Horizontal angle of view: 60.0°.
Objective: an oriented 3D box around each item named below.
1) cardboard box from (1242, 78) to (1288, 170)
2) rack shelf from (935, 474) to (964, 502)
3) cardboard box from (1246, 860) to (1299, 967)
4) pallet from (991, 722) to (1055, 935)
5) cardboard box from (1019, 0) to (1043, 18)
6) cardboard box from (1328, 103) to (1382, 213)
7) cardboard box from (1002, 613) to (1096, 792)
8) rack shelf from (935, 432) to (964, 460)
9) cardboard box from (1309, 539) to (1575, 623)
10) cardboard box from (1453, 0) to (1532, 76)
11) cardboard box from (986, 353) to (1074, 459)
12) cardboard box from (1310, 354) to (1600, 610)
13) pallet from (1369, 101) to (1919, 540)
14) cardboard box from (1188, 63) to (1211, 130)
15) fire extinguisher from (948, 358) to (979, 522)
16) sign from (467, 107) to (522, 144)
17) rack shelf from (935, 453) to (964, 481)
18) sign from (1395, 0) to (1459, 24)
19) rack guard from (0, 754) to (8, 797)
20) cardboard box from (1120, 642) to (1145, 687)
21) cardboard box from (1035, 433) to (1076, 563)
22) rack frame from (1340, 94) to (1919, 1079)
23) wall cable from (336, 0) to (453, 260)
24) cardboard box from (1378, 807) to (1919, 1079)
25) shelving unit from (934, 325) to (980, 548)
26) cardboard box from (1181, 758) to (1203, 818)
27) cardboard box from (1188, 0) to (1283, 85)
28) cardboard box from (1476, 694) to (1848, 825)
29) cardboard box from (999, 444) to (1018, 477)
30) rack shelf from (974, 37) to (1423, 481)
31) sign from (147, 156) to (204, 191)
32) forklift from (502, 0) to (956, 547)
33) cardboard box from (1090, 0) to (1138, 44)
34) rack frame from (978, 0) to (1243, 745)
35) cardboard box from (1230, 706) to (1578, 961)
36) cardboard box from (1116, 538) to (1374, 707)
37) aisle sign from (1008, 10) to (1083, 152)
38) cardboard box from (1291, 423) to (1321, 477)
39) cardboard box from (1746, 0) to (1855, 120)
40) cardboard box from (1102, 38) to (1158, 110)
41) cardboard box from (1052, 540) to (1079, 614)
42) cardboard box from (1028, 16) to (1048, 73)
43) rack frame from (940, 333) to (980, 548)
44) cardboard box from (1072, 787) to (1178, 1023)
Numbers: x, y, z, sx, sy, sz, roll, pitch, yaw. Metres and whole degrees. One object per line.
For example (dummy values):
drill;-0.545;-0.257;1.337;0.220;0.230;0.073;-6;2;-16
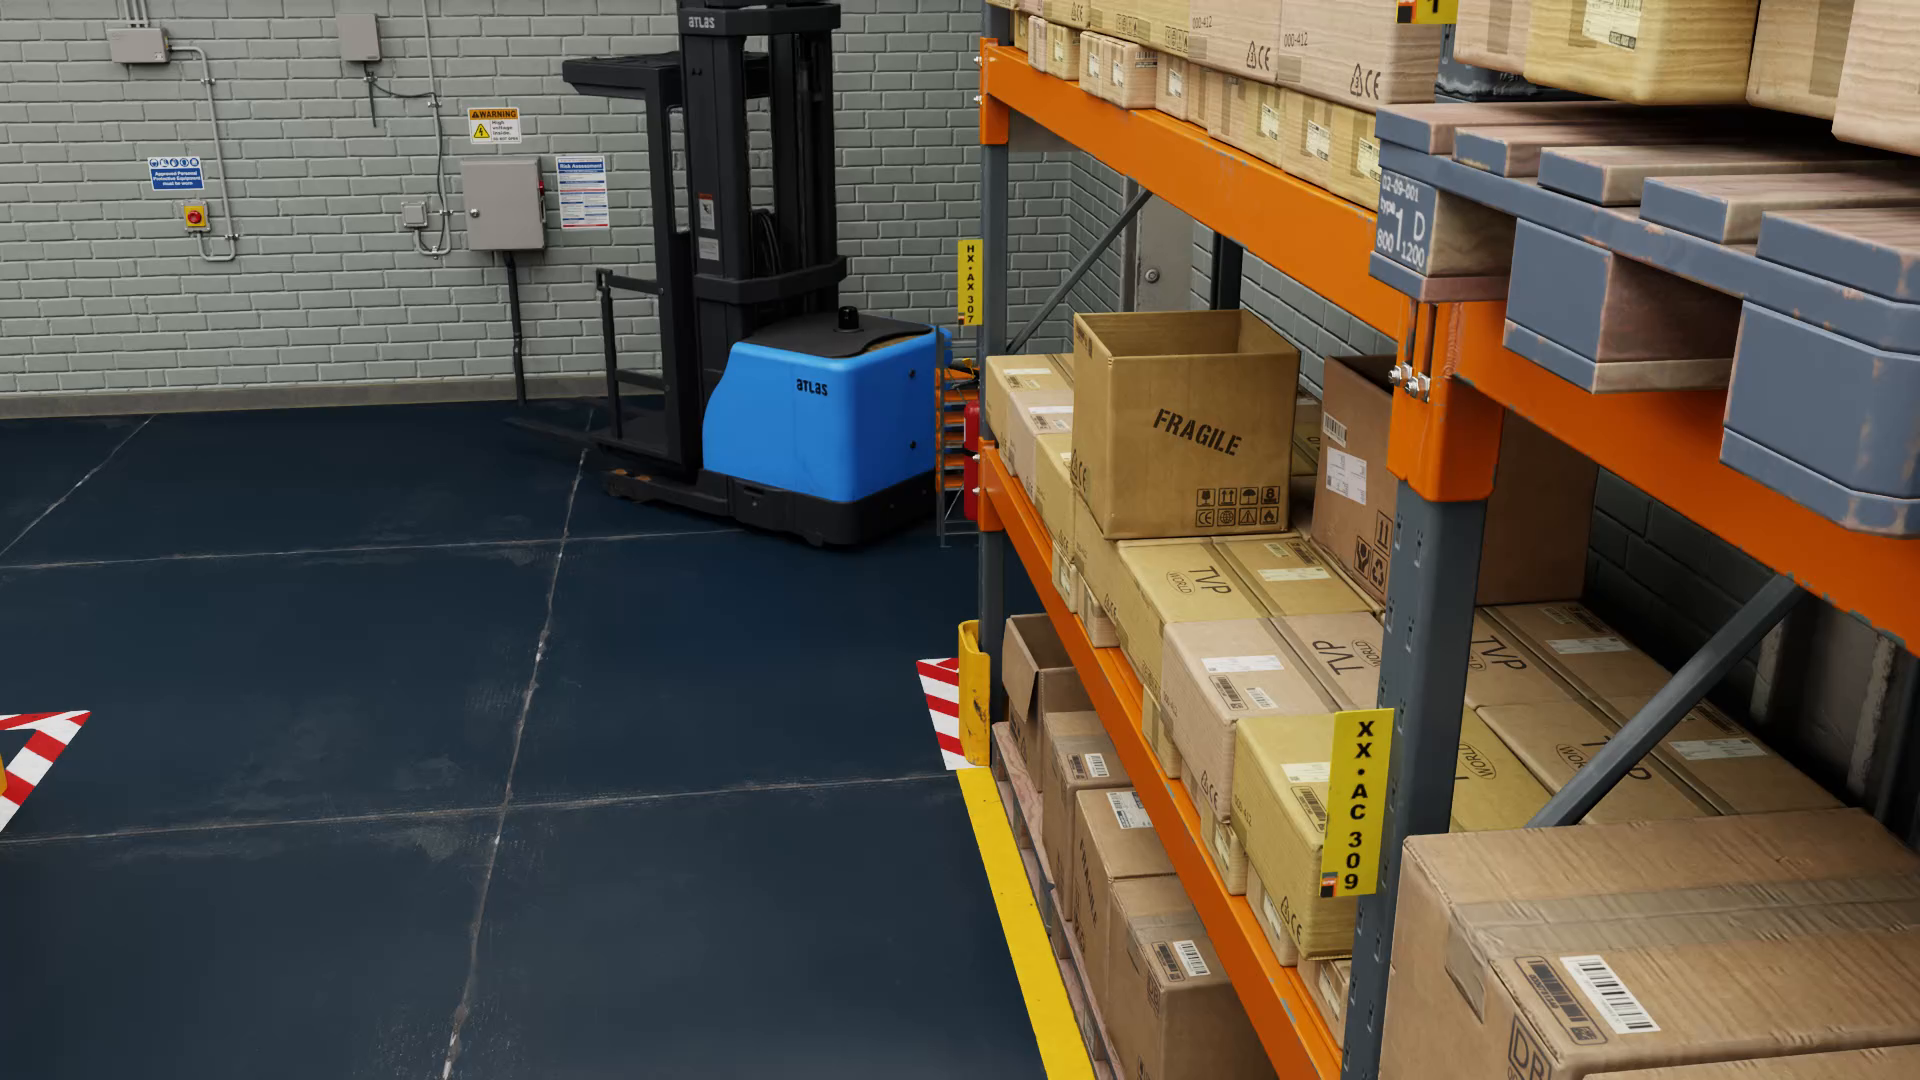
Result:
cardboard box;0.749;-0.788;3.110;0.380;0.149;0.250;-2;21;-6
rack shelf;0.002;-0.291;9.092;0.258;0.103;0.180;-3;21;-8
cardboard box;0.801;0.719;3.364;0.380;0.149;0.250;-2;21;-6
pallet;0.706;1.011;6.207;1.003;0.211;1.213;-3;21;-8
cardboard box;0.466;-1.729;5.061;0.500;0.250;0.500;-3;21;-7
cardboard box;0.811;-0.610;2.633;0.380;0.149;0.250;-3;21;-8
cardboard box;0.573;0.592;6.312;0.797;0.503;0.637;-4;21;-10
rack shelf;0.002;-0.515;9.008;0.258;0.103;0.180;-3;21;-8
cardboard box;1.200;0.181;4.233;0.500;0.250;0.500;-2;21;-7
cardboard box;0.805;-0.620;1.918;0.380;0.149;0.250;-3;21;-7
cardboard box;0.378;-0.496;6.046;0.500;0.250;0.500;-3;21;-7
cardboard box;1.204;-0.162;4.080;0.500;0.500;0.500;-3;21;-9
pallet;1.180;-0.300;1.714;1.213;0.211;1.003;-3;21;-8
cardboard box;0.709;-0.967;3.591;0.380;0.149;0.250;-2;21;-6
fire extinguisher;0.100;-0.414;6.681;0.296;0.674;0.183;-3;21;-8
sign;-3.153;-2.808;11.267;0.339;0.242;0.001;-3;21;-8
rack shelf;0.002;-0.403;9.050;0.258;0.103;0.180;-3;21;-8
sign;0.620;-0.830;2.125;0.100;0.325;0.005;-3;21;-8
rack guard;-4.336;0.817;6.314;1.175;0.500;0.348;-3;21;-8
cardboard box;0.655;0.272;4.559;0.380;0.149;0.250;-3;21;-8
cardboard box;0.527;-0.146;5.109;0.500;0.250;0.500;-3;21;-9
rack frame;1.155;0.788;2.820;1.000;3.000;0.127;-3;21;-8
wall cable;-3.767;-2.848;11.103;0.588;1.984;0.122;-3;21;-8
cardboard box;1.004;0.723;2.251;0.700;0.500;0.500;-2;21;-6
shelving unit;0.002;-0.557;8.993;0.258;1.200;0.189;-3;21;-8
cardboard box;0.728;0.538;3.849;0.380;0.149;0.250;-2;21;-6
cardboard box;0.753;-1.021;3.164;0.500;0.250;0.500;-4;21;-10
cardboard box;1.351;0.533;3.290;0.500;0.250;0.500;-3;21;-8
cardboard box;0.355;-0.352;6.231;0.380;0.149;0.250;-3;21;-8
rack shelf;0.867;-0.973;4.275;1.077;0.370;4.000;-3;21;-8
sign;-5.225;-2.442;11.082;0.327;0.218;0.001;-3;21;-8
forklift;-1.516;-1.722;9.637;3.031;2.935;1.130;14;25;33
cardboard box;0.625;-1.374;4.109;0.500;0.250;0.500;-3;21;-9
rack frame;0.579;-0.597;6.528;1.000;3.000;0.127;-3;21;-8
cardboard box;0.841;0.554;3.234;0.500;0.250;0.500;-2;21;-6
cardboard box;0.695;0.208;4.160;0.500;0.250;0.500;-3;21;-8
aisle sign;0.278;-1.824;6.097;0.394;0.787;0.004;-3;21;-8
cardboard box;1.048;-0.170;5.174;0.500;0.250;0.500;-2;21;-6
cardboard box;0.941;-0.446;1.452;0.380;0.149;0.250;-3;21;-7
cardboard box;0.560;-1.141;4.056;0.380;0.149;0.250;-2;21;-7
cardboard box;0.491;0.097;5.030;0.380;0.149;0.250;-4;21;-9
cardboard box;0.413;-1.492;4.996;0.380;0.149;0.250;-2;21;-7
rack frame;0.015;-0.525;8.908;0.240;1.200;0.006;-3;21;-8
cardboard box;0.635;1.079;5.011;0.500;0.500;0.500;-3;21;-7
